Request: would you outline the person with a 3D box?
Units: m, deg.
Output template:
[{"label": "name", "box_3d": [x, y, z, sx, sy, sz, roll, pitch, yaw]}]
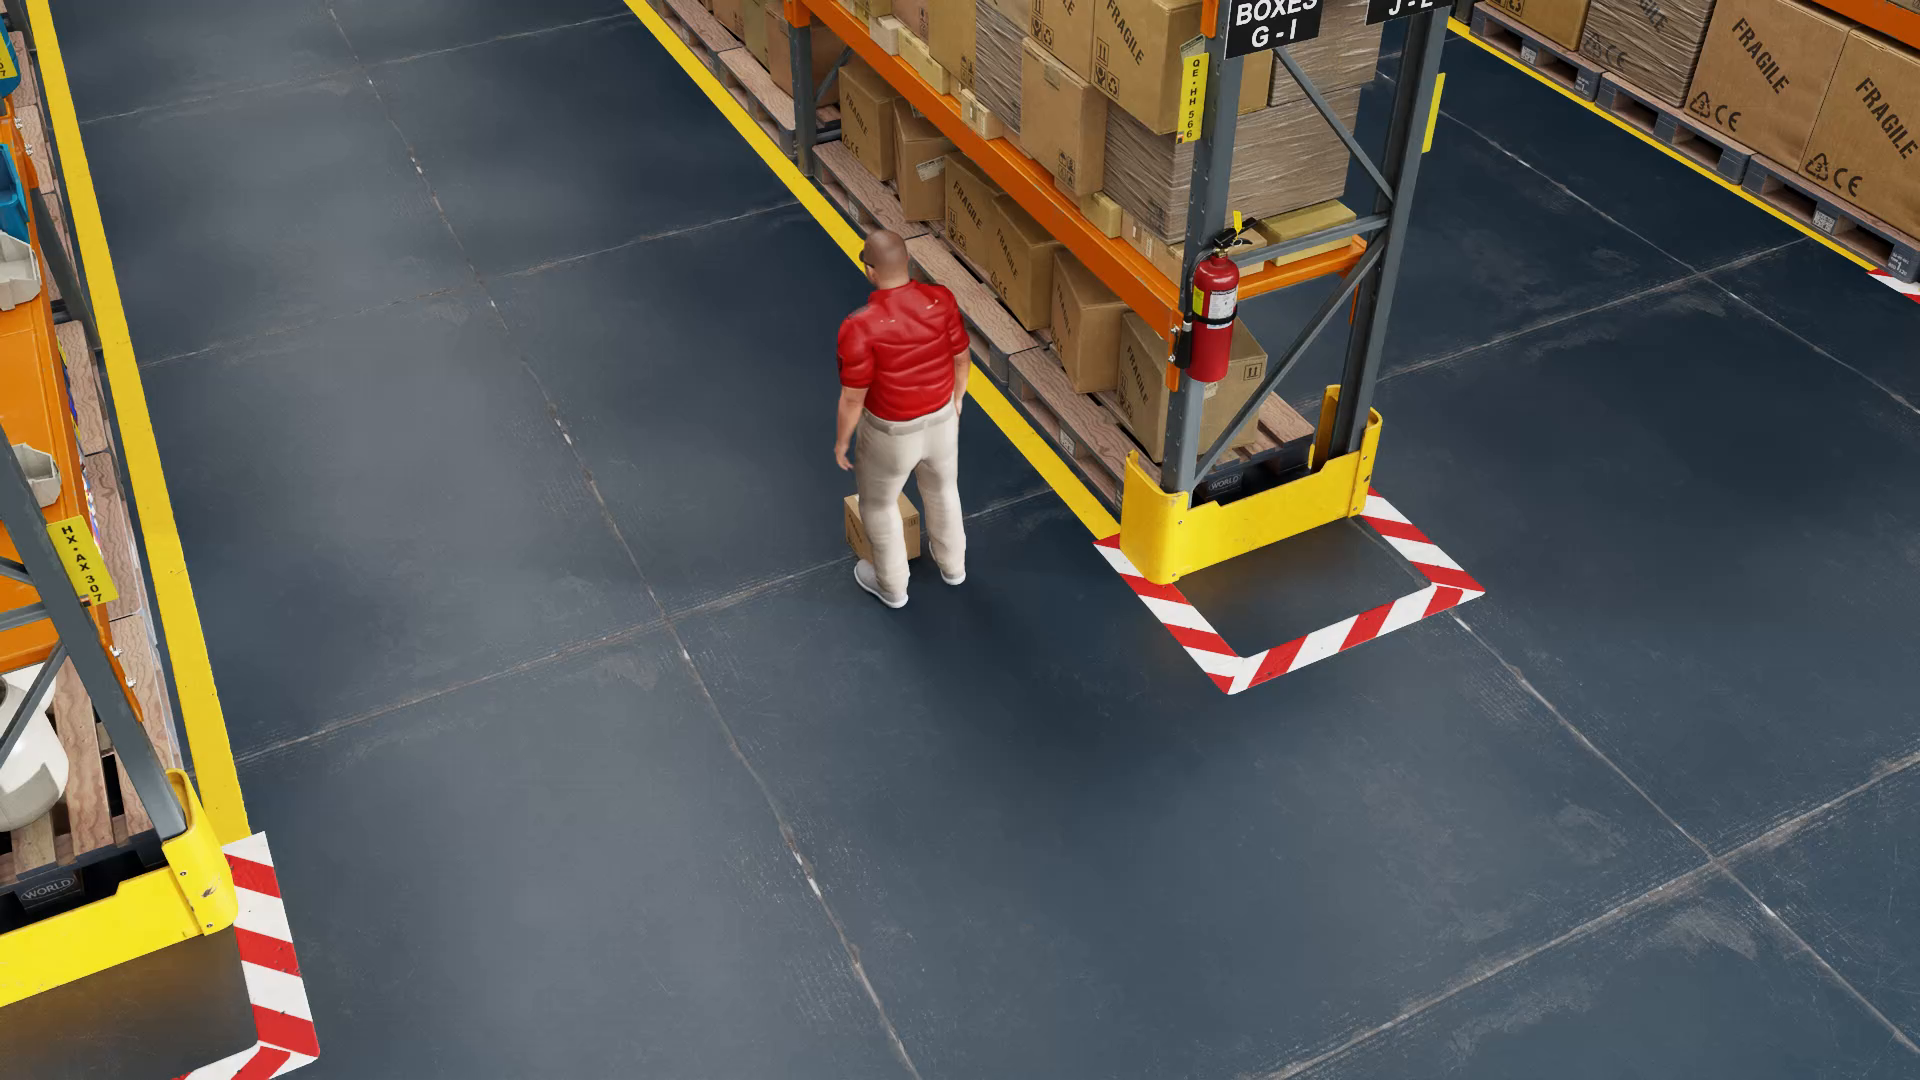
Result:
[{"label": "person", "box_3d": [-0.227, -0.468, 6.706, 0.606, 1.728, 0.386, -21, 45, -23]}]
